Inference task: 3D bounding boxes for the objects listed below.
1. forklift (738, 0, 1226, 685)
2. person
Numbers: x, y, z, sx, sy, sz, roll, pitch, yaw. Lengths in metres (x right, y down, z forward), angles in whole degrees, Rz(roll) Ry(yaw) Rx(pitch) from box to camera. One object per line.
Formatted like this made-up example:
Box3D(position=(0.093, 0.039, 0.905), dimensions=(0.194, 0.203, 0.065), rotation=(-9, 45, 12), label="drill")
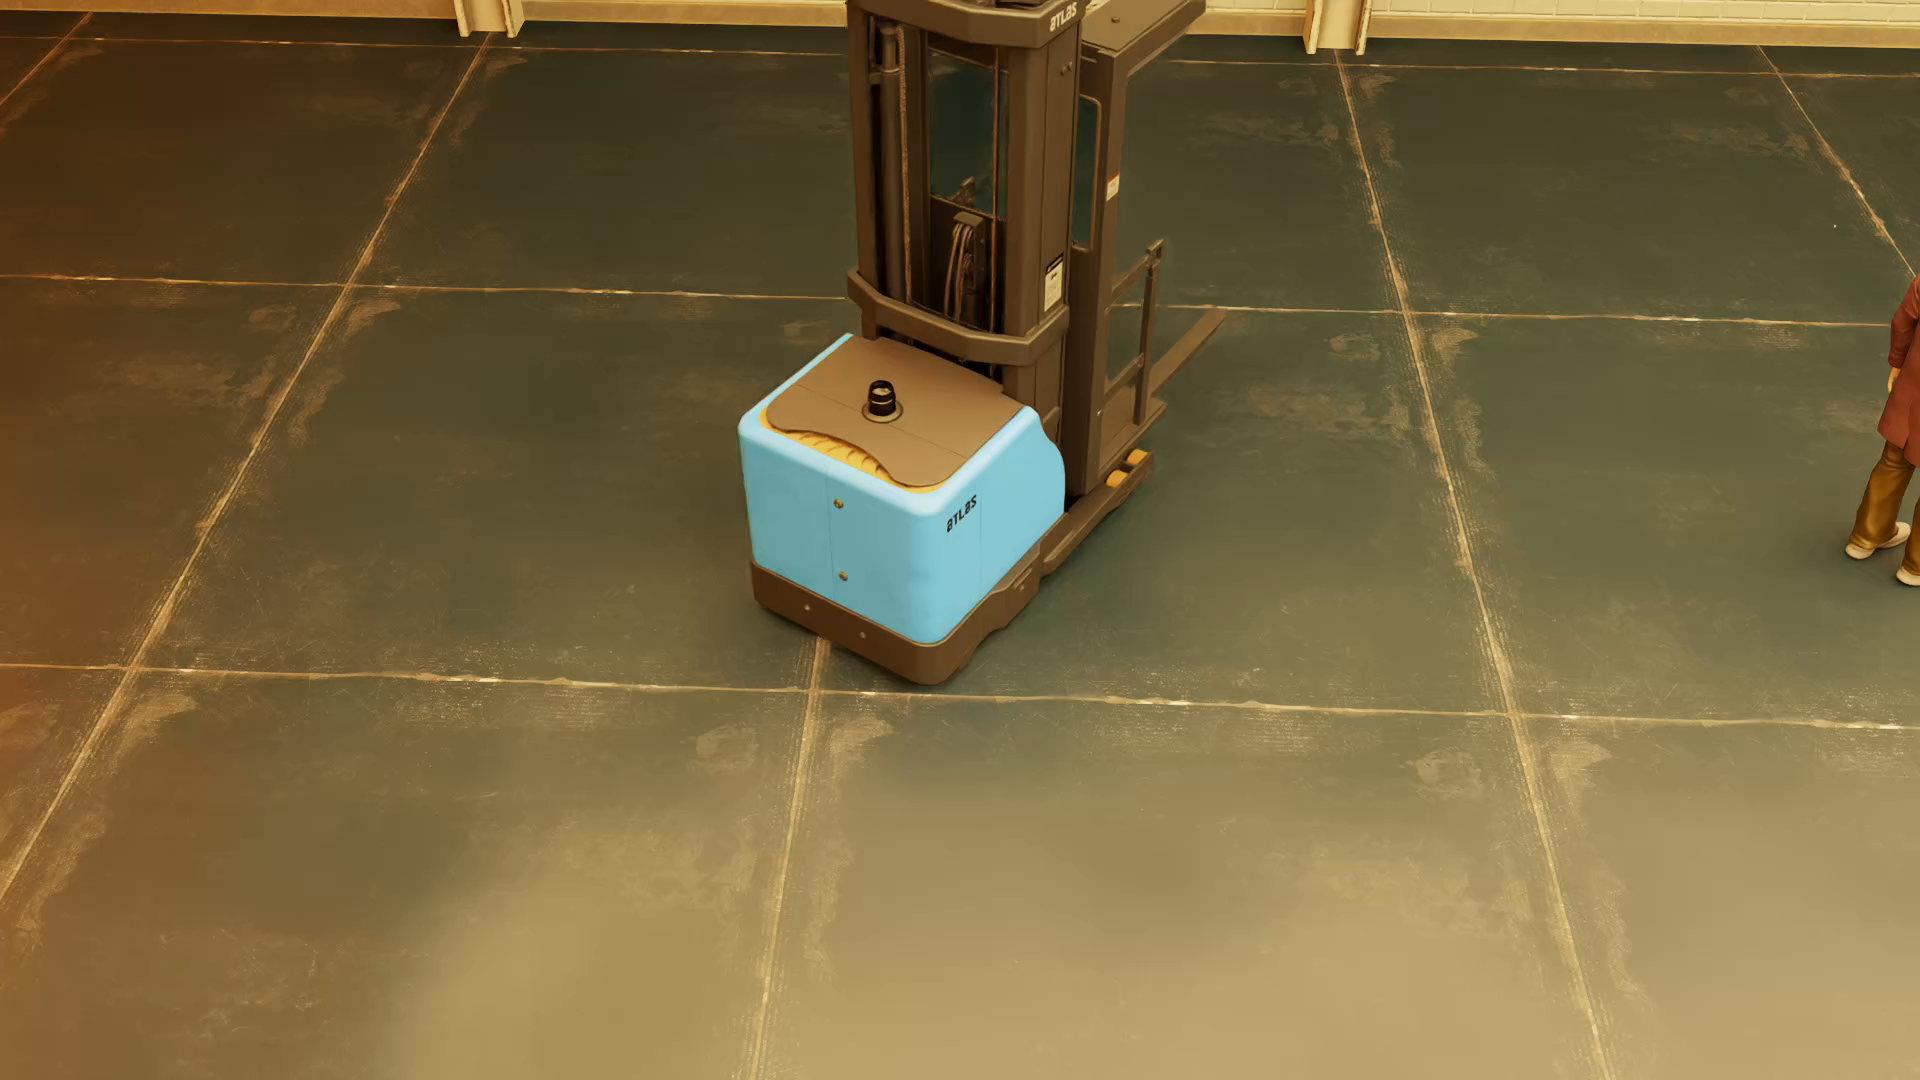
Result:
Box3D(position=(0.303, -1.422, 7.300), dimensions=(1.130, 2.935, 3.031), rotation=(25, 48, 24), label="forklift")
Box3D(position=(4.355, -0.613, 7.259), dimensions=(0.582, 1.776, 0.695), rotation=(-11, 43, -11), label="person")
